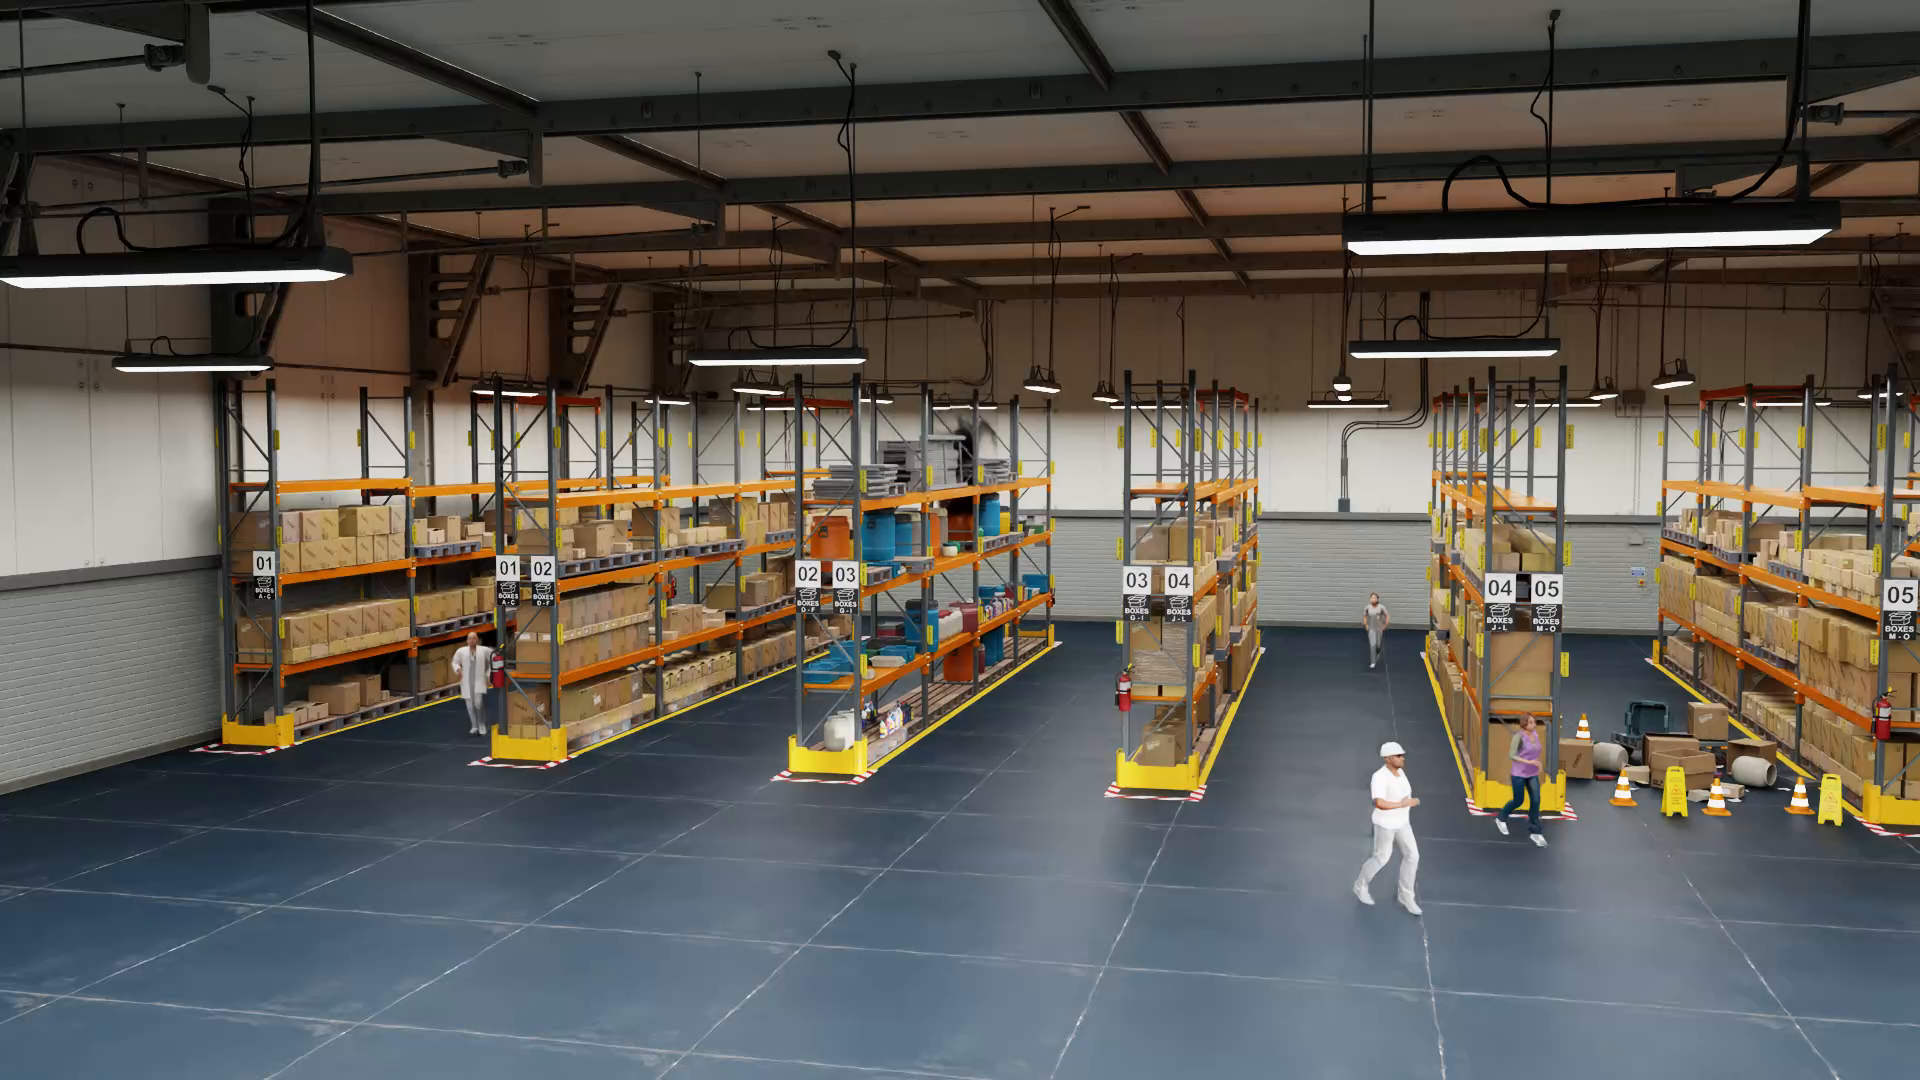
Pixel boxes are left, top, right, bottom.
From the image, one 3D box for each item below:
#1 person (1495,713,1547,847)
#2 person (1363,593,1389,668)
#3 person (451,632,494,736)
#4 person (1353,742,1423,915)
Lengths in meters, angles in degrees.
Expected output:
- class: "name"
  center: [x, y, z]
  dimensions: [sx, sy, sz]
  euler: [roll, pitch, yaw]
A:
- class: "person"
  center: [7.029, 2.954, 20.749]
  dimensions: [0.560, 1.625, 0.772]
  euler: [-2, 4, -25]
- class: "person"
  center: [9.201, 1.985, 36.778]
  dimensions: [0.572, 1.640, 0.632]
  euler: [1, 4, 20]
- class: "person"
  center: [-8.237, 2.487, 28.102]
  dimensions: [0.703, 1.684, 0.708]
  euler: [0, 3, -6]
- class: "person"
  center: [4.559, 3.054, 17.676]
  dimensions: [0.720, 1.834, 0.787]
  euler: [-3, 5, -43]
